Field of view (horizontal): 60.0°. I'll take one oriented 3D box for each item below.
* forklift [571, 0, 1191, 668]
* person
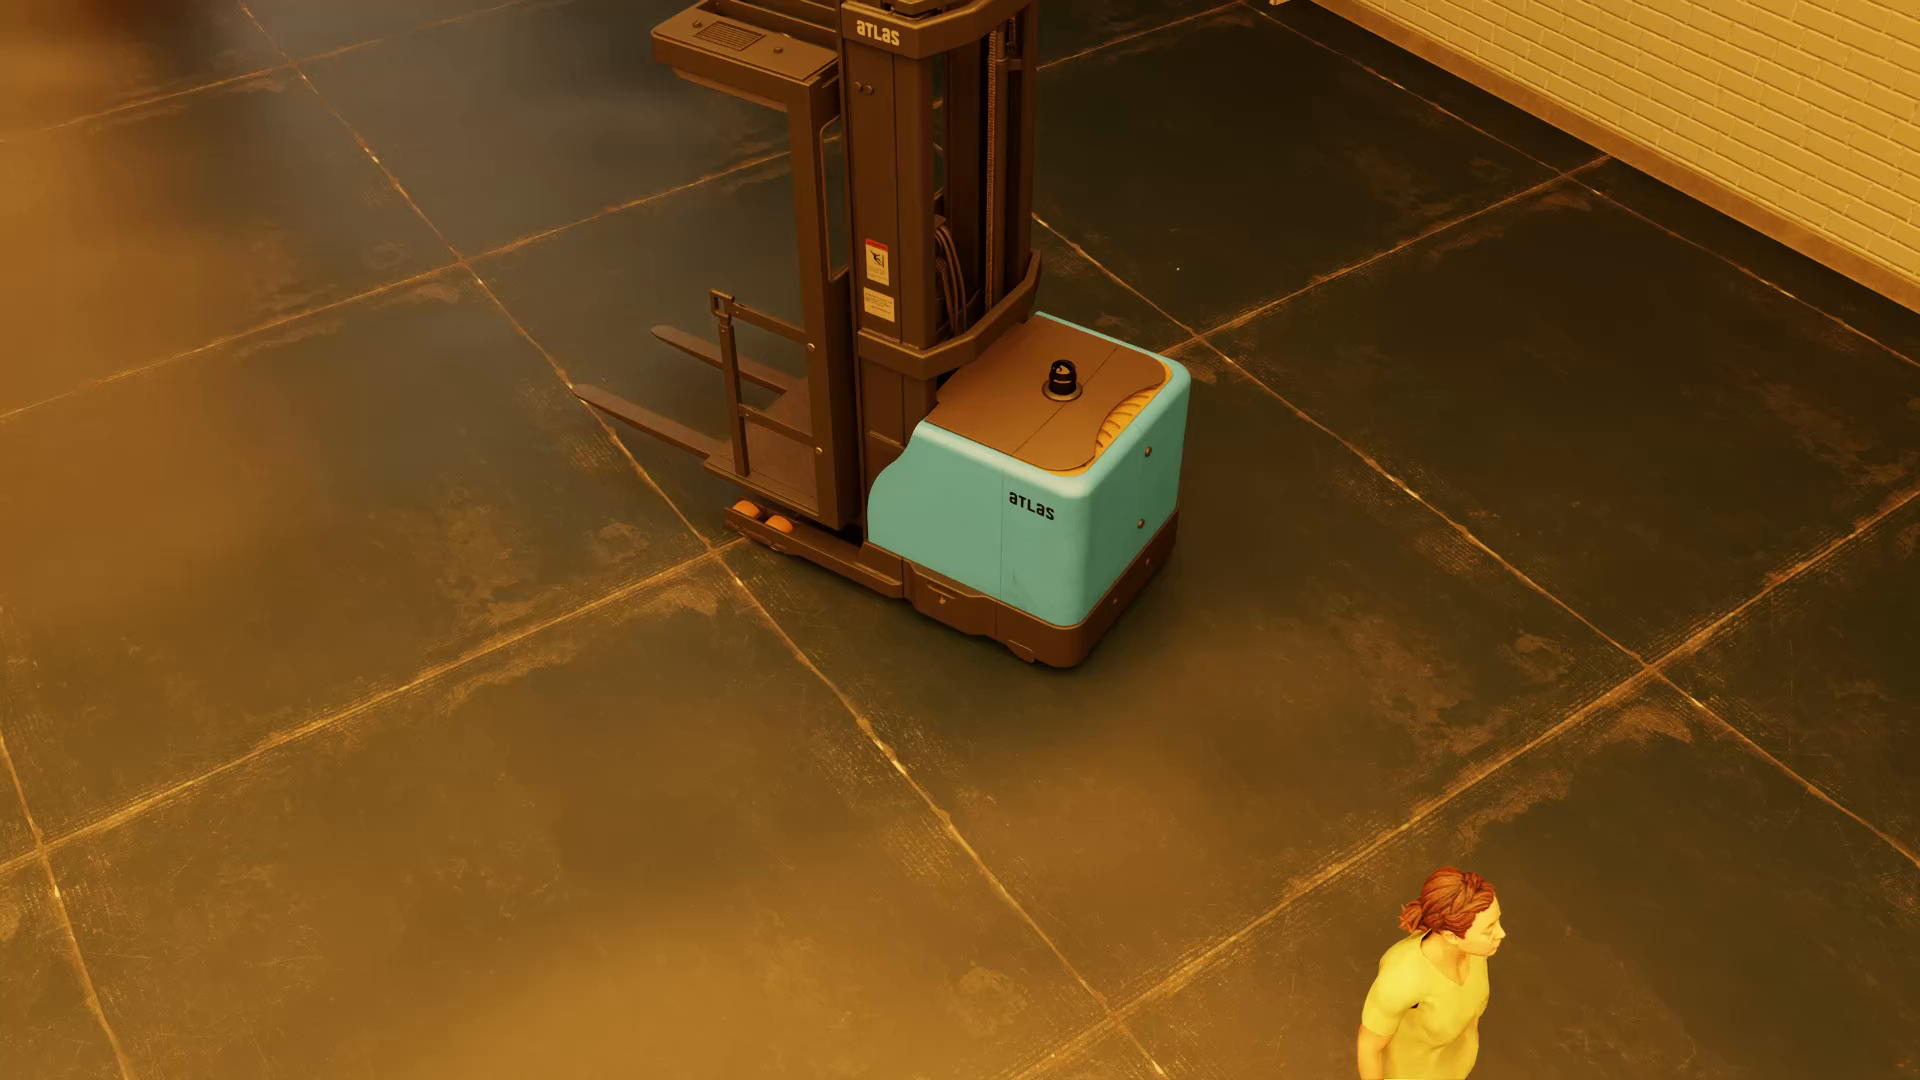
[{"bbox_3d":[-0.511,-1.302,7.129,3.031,2.935,1.130,24,48,24],"label":"forklift"},{"bbox_3d":[1.405,1.602,4.892,0.555,1.673,0.548,-34,52,-31],"label":"person"}]
